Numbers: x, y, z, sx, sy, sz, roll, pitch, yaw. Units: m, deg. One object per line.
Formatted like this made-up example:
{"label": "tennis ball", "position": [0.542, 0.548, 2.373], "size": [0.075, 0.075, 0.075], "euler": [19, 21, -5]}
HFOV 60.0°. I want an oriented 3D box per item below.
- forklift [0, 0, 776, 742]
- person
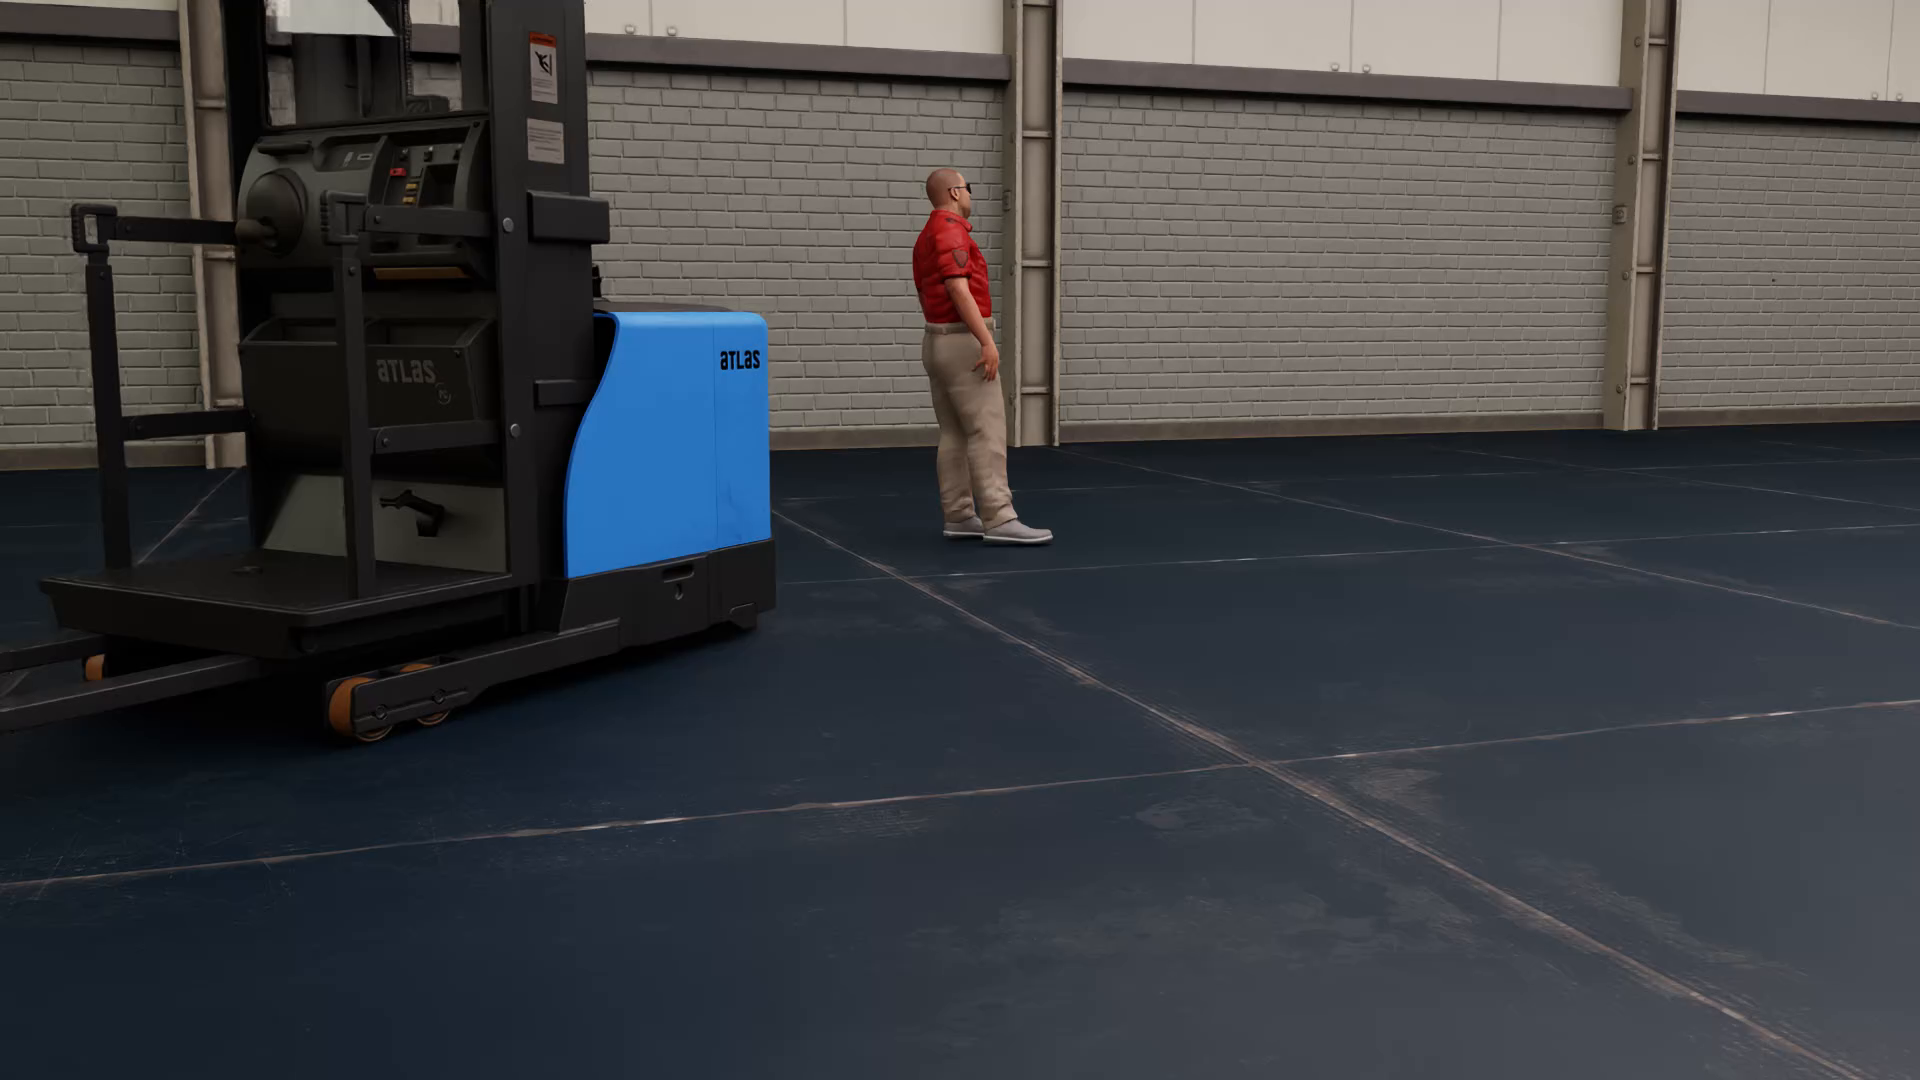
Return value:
{"label": "forklift", "position": [-1.797, -1.013, 4.495], "size": [1.130, 2.935, 3.031], "euler": [4, 9, 29]}
{"label": "person", "position": [0.089, -0.867, 7.824], "size": [0.550, 1.727, 0.641], "euler": [-3, 8, -18]}
